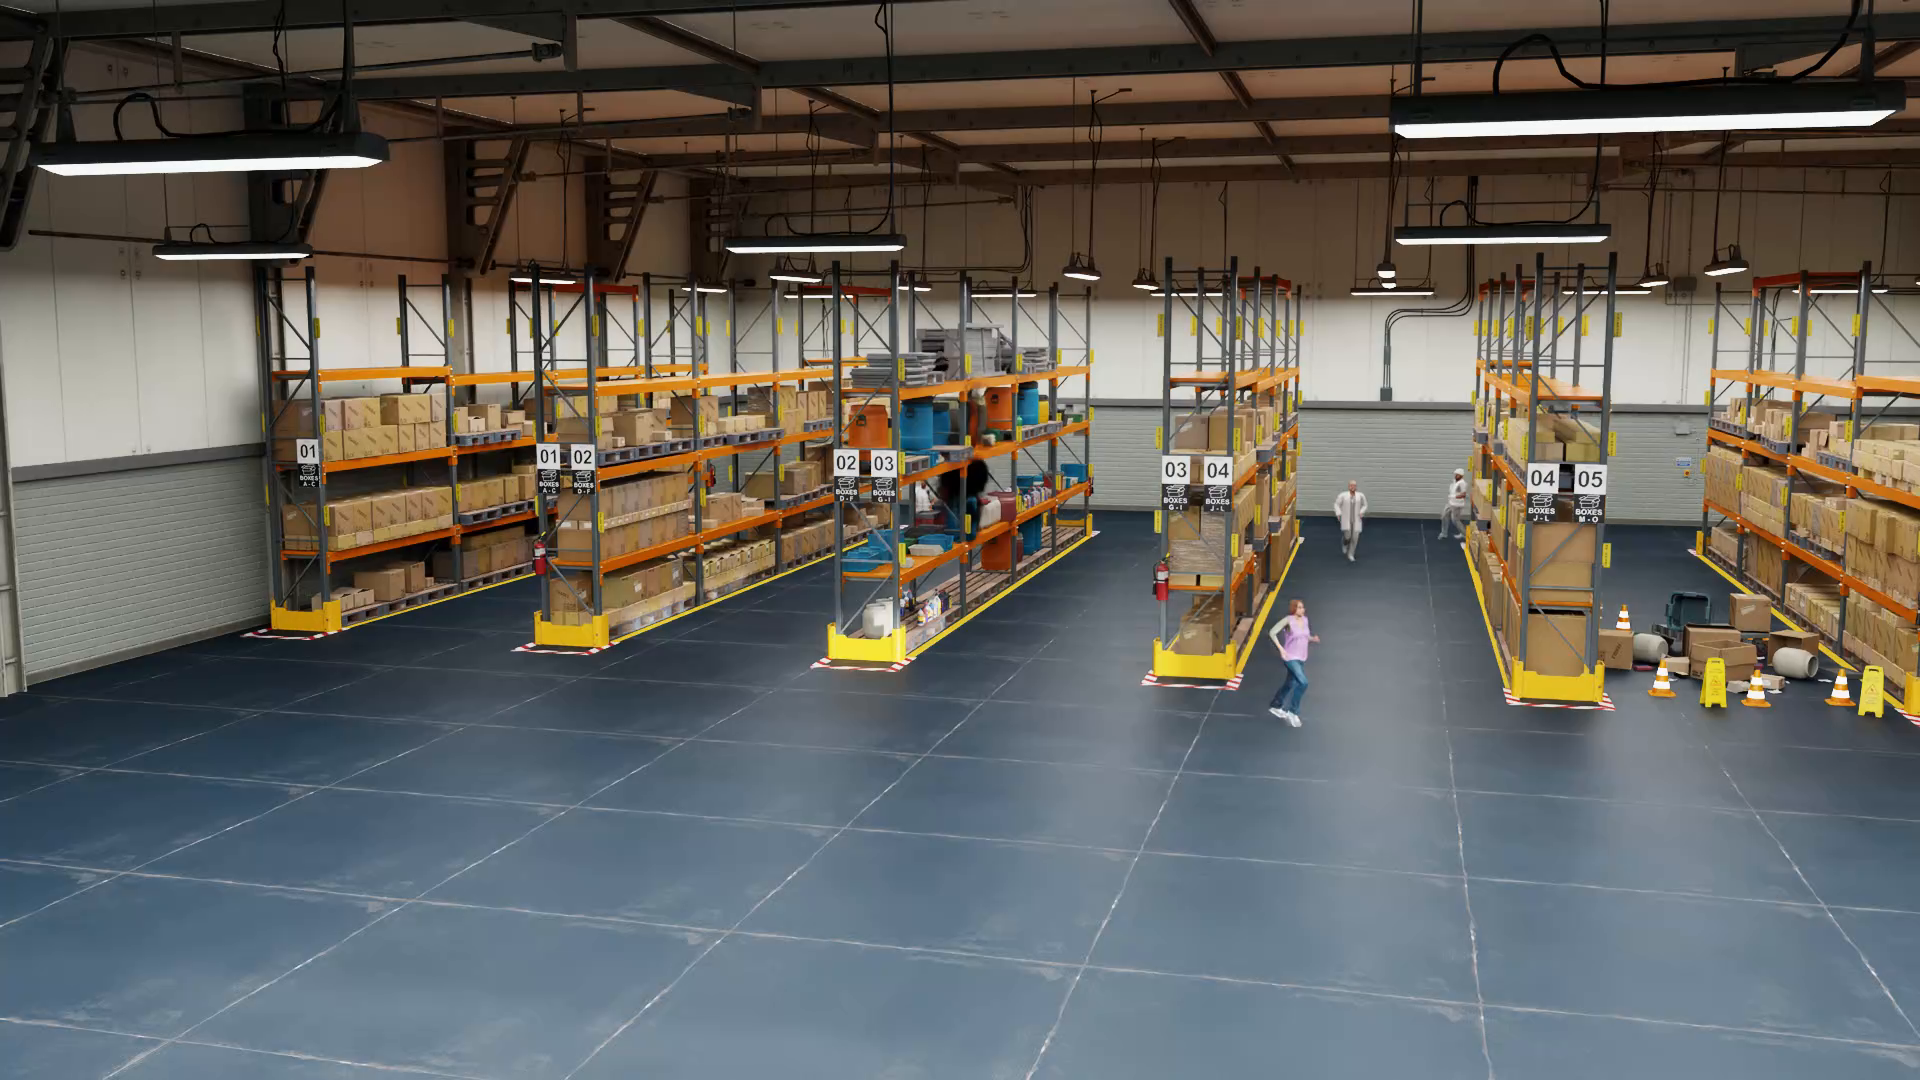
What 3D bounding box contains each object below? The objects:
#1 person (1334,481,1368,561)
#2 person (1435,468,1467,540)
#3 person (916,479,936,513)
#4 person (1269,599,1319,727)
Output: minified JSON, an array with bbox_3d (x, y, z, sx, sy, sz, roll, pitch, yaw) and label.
[{"bbox_3d":[8.486,-0.422,36.078,0.713,1.734,0.635,1,7,5],"label":"person"},{"bbox_3d":[11.730,-0.817,39.313,0.720,1.786,0.796,-1,7,-4],"label":"person"},{"bbox_3d":[-0.850,-0.666,38.377,0.587,1.621,0.543,0,7,2],"label":"person"},{"bbox_3d":[4.252,1.551,21.142,0.506,1.641,0.701,-6,10,-40],"label":"person"}]
